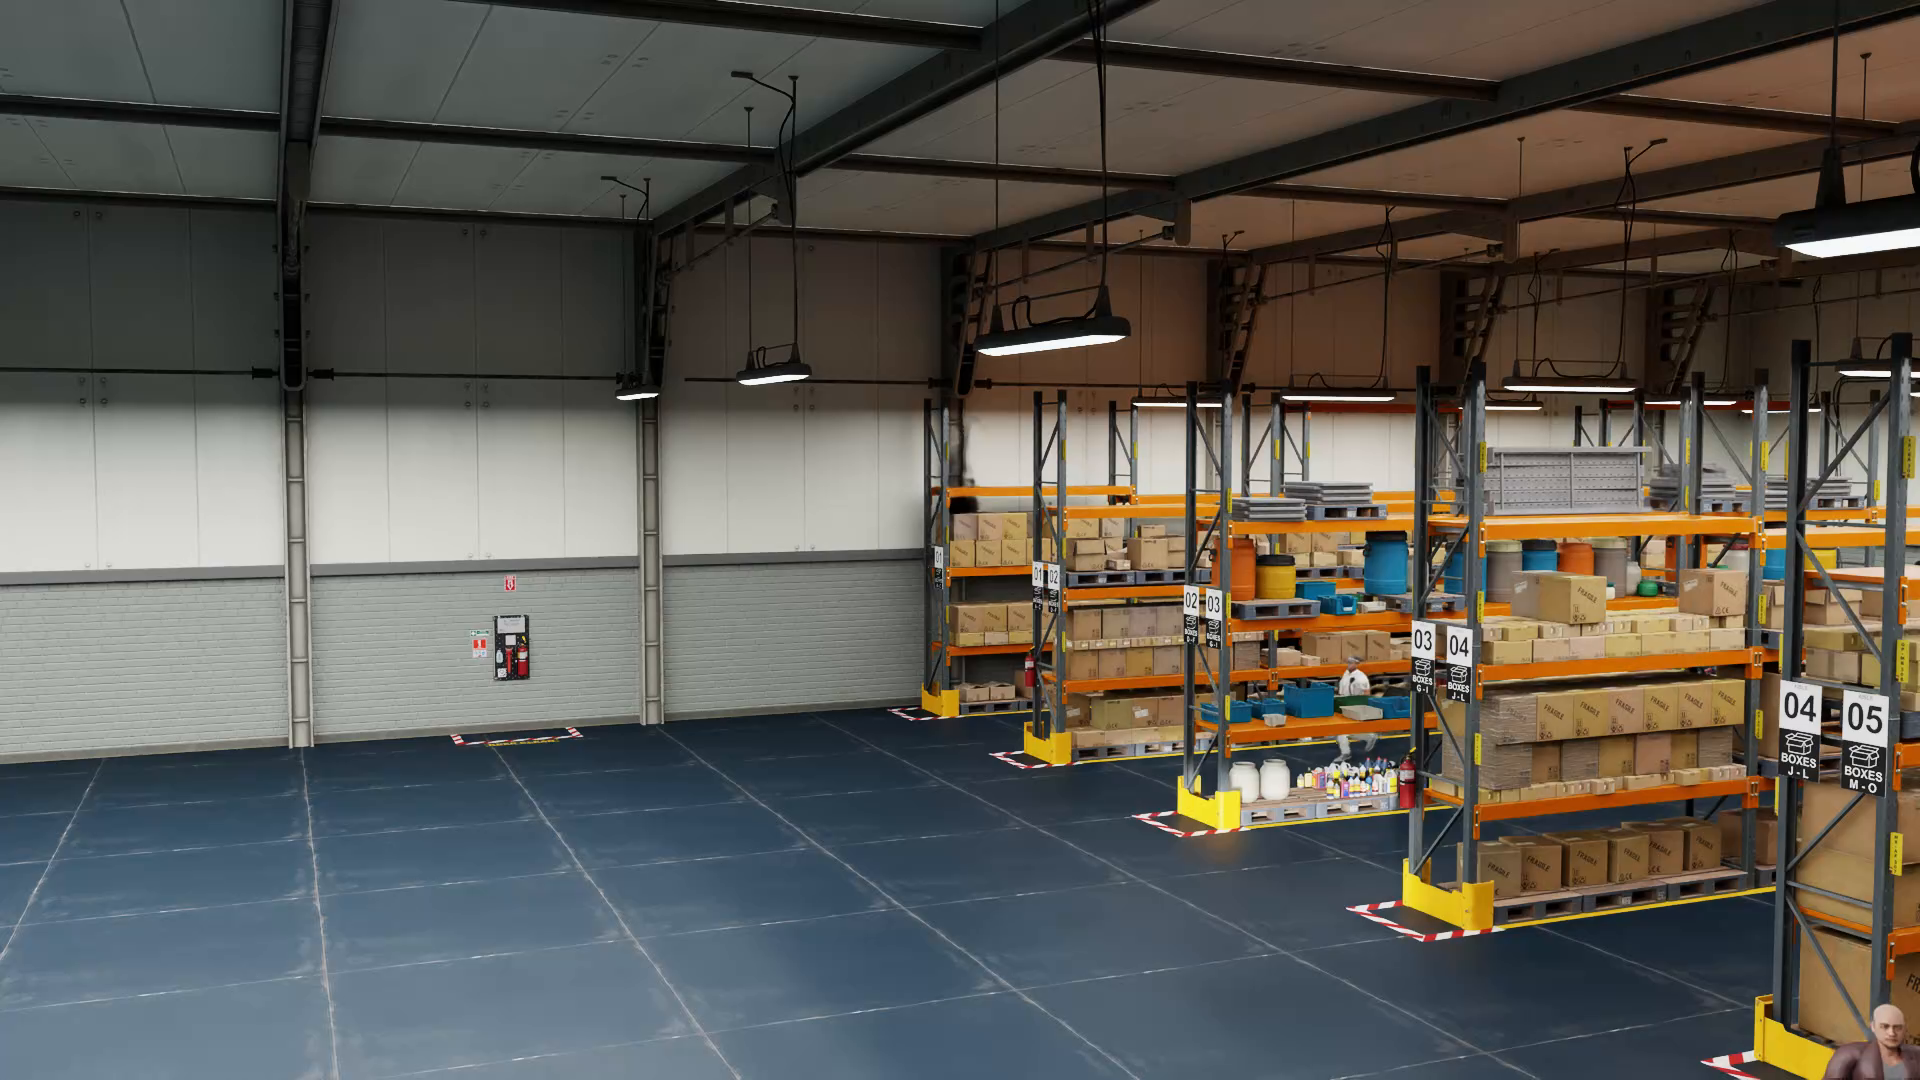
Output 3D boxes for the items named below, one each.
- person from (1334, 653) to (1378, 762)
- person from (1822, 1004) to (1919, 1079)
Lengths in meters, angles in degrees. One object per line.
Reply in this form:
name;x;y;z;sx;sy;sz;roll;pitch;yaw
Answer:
person;6.407;2.713;27.033;0.763;1.764;0.663;-2;4;-26
person;5.572;3.662;10.048;0.714;1.761;1.007;1;4;21
